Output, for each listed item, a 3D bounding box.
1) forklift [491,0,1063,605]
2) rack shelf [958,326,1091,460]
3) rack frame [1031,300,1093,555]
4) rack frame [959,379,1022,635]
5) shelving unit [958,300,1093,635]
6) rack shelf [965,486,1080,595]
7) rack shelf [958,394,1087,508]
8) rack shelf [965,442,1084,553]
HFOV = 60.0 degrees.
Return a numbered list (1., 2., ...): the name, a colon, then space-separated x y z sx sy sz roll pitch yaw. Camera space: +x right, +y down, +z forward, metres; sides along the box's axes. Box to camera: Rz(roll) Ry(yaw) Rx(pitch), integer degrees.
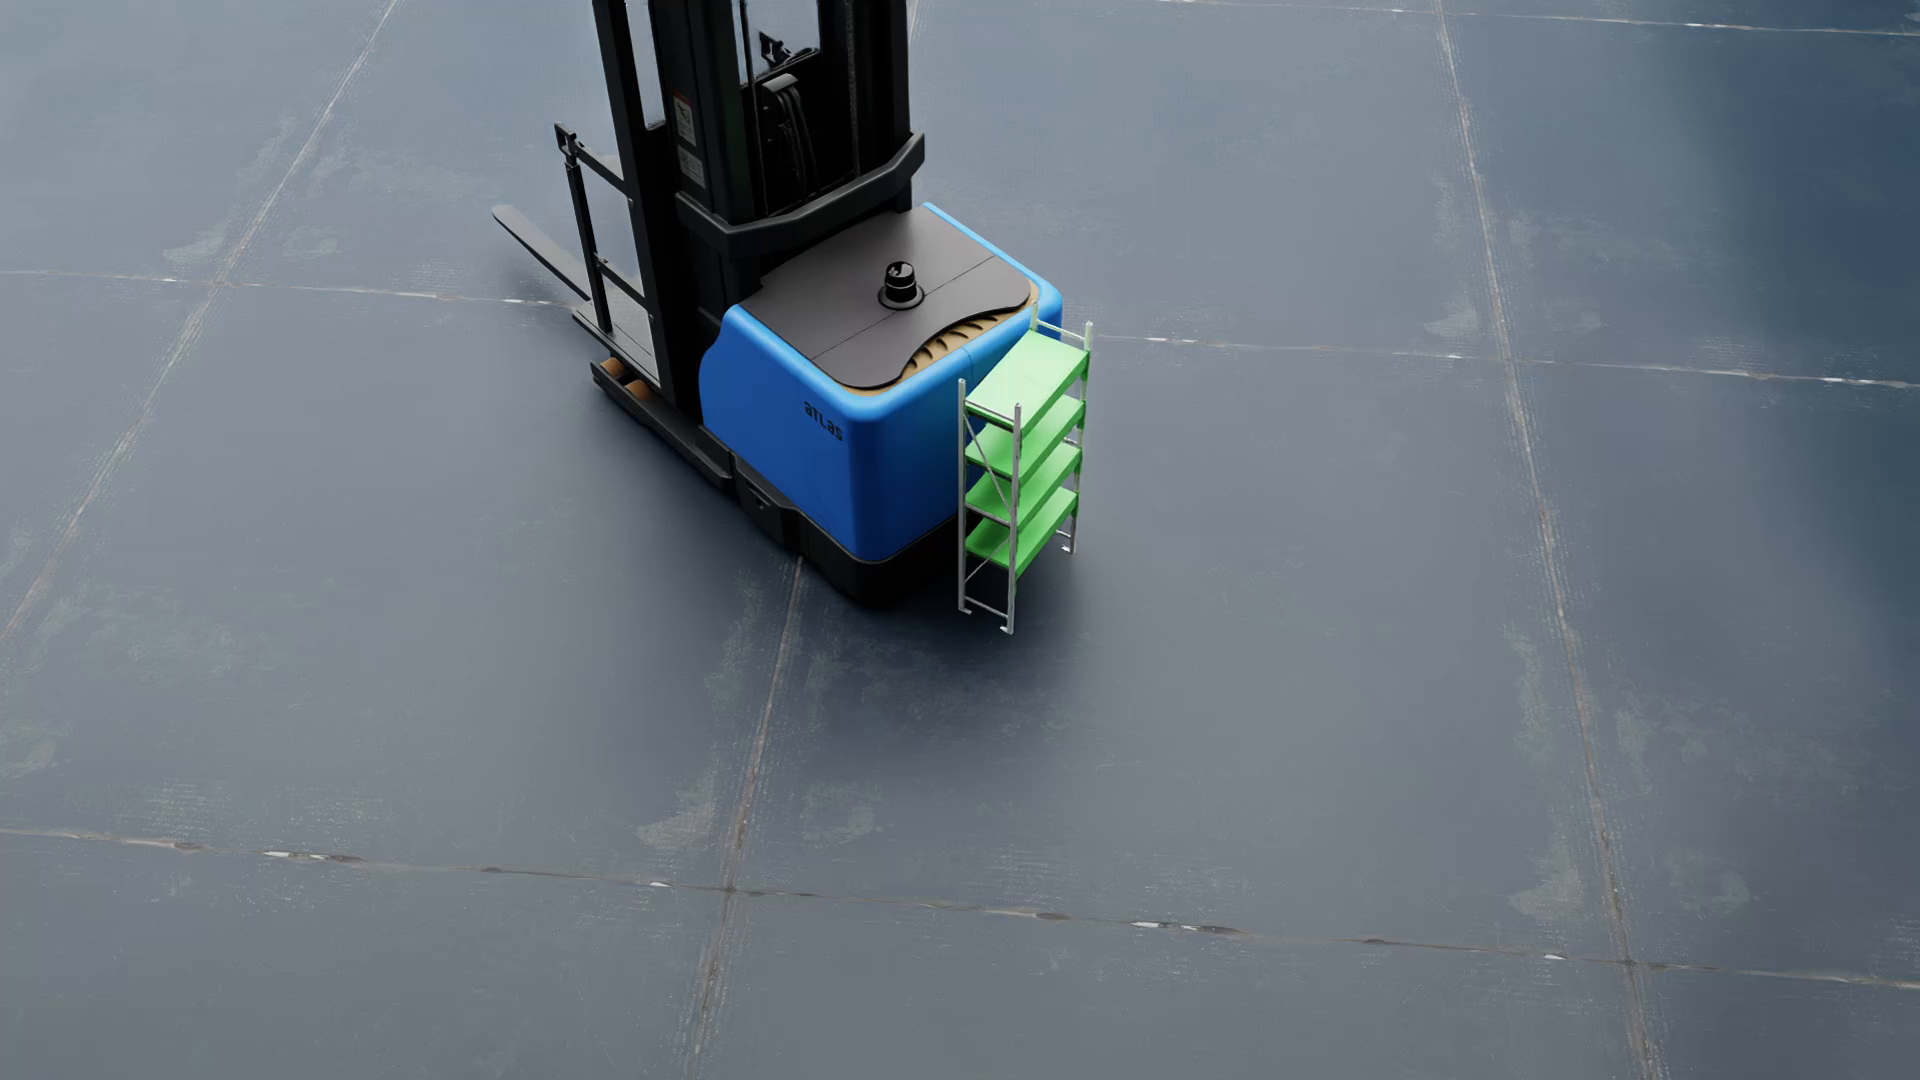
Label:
1. forklift: -0.963 -1.745 6.360 1.130 2.935 3.031 -34 56 -27
2. rack shelf: 0.230 -0.524 5.852 0.258 0.148 0.480 25 52 21
3. rack frame: 0.359 -0.396 6.299 0.240 1.200 0.015 25 52 21
4. rack frame: 0.100 -0.090 6.020 0.240 1.200 0.015 25 52 21
5. shelving unit: 0.230 -0.243 6.159 0.258 1.200 0.503 25 52 21
6. rack shelf: 0.230 -0.038 6.383 0.258 0.148 0.480 25 52 21
7. rack shelf: 0.230 -0.362 6.029 0.258 0.148 0.480 25 52 21
8. rack shelf: 0.230 -0.200 6.206 0.258 0.148 0.480 25 52 21
